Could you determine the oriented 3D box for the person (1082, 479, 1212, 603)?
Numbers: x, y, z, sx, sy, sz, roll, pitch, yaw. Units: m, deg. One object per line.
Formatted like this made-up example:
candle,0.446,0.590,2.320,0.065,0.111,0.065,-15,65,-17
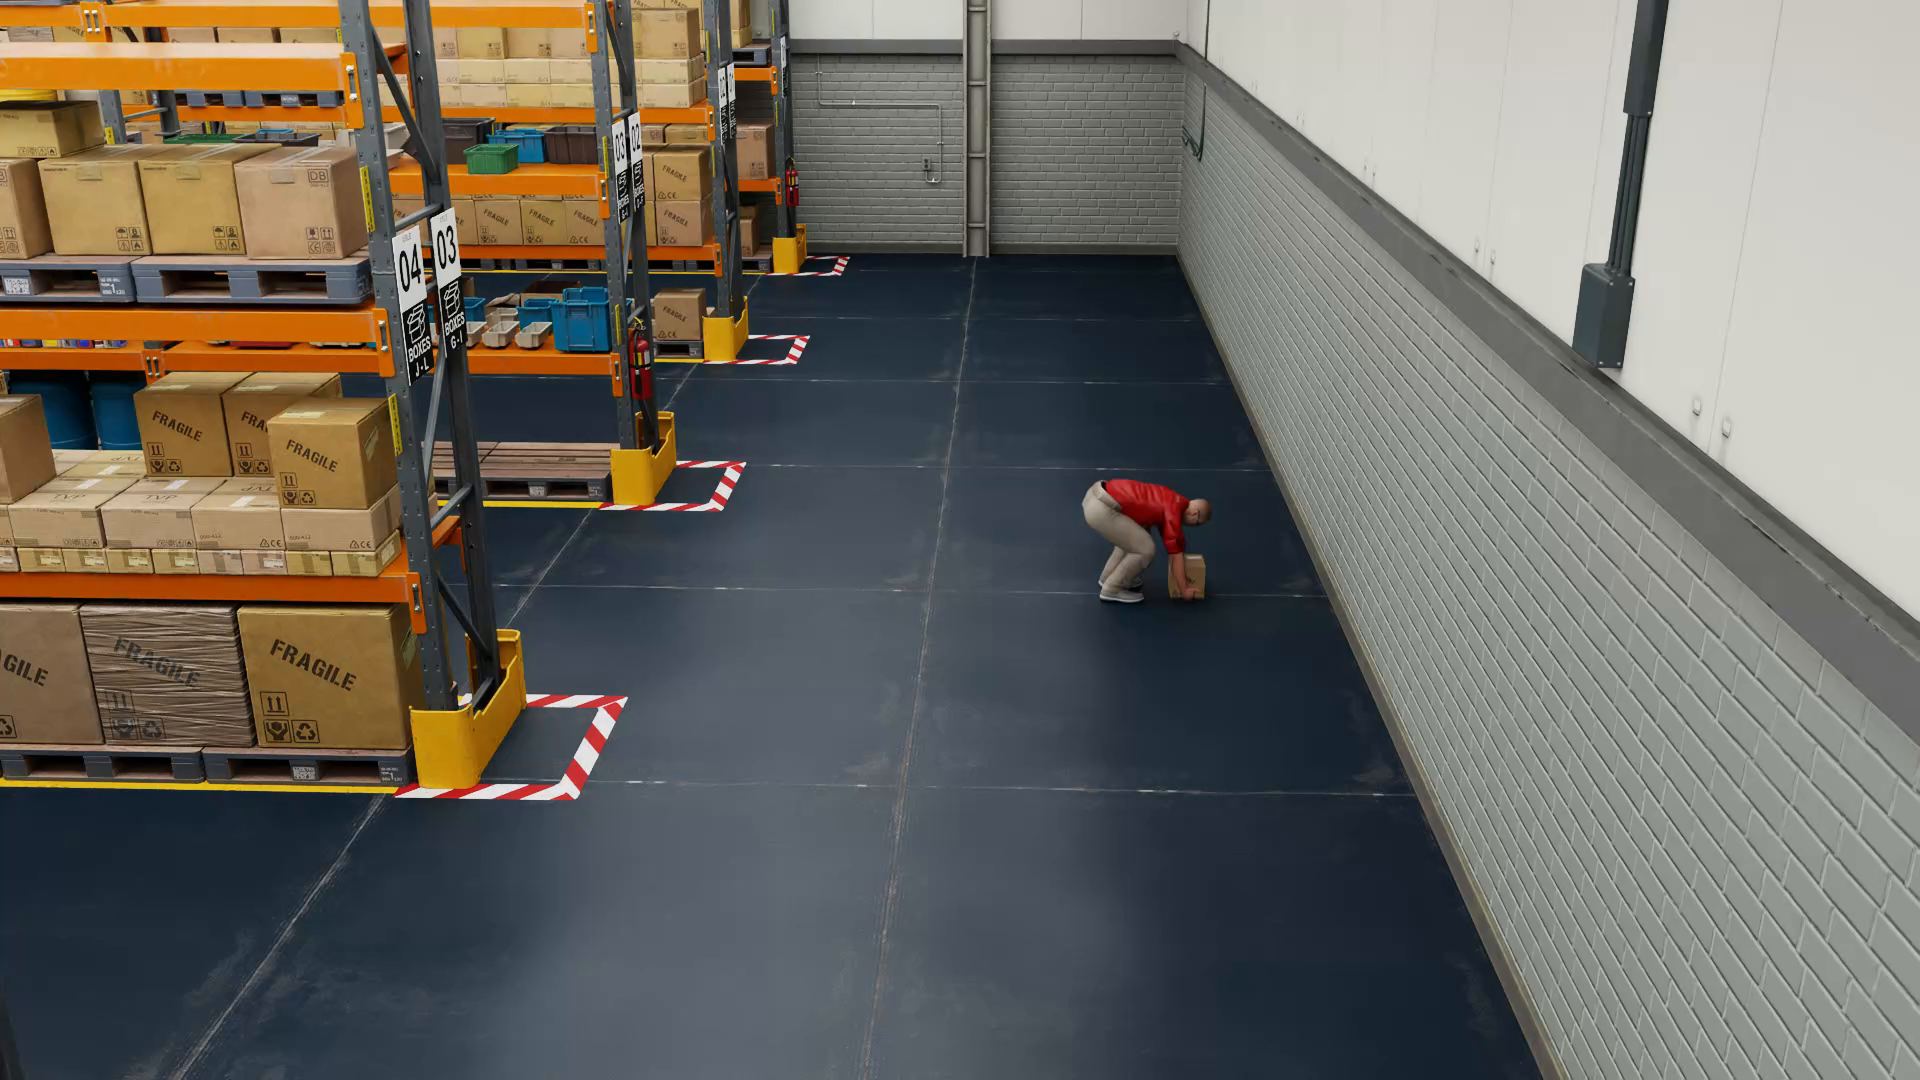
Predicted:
person,1.382,-0.017,12.333,0.956,0.894,0.542,0,21,-1
